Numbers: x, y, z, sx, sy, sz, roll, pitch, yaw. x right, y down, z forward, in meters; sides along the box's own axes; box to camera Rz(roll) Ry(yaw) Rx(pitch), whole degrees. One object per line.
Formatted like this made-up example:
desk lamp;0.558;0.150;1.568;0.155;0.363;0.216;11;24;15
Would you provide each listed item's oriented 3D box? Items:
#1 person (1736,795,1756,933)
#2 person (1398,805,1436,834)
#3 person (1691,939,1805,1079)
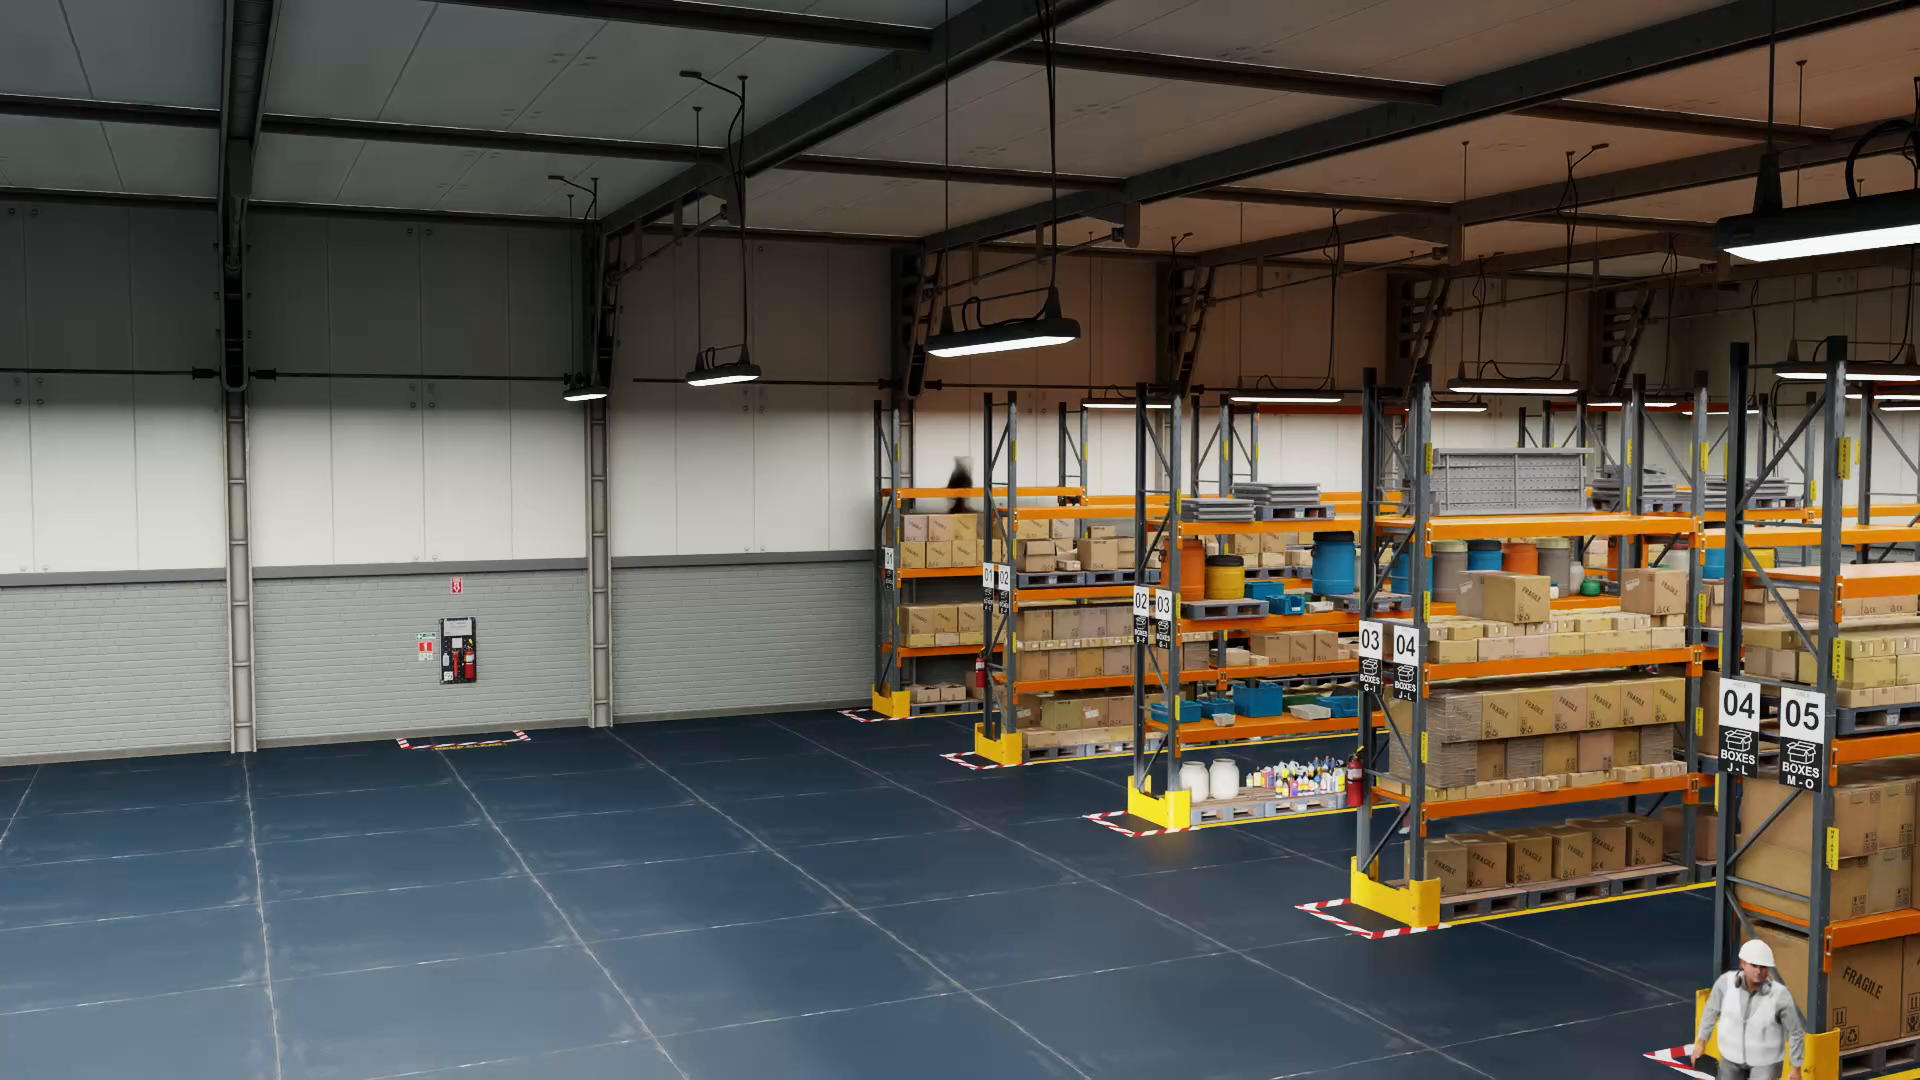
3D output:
person;8.348;3.296;17.517;0.661;1.683;0.695;-2;4;-30
person;6.161;3.122;22.135;0.988;1.522;0.574;-2;4;-35
person;5.631;3.632;11.803;0.729;1.716;0.831;3;4;38
